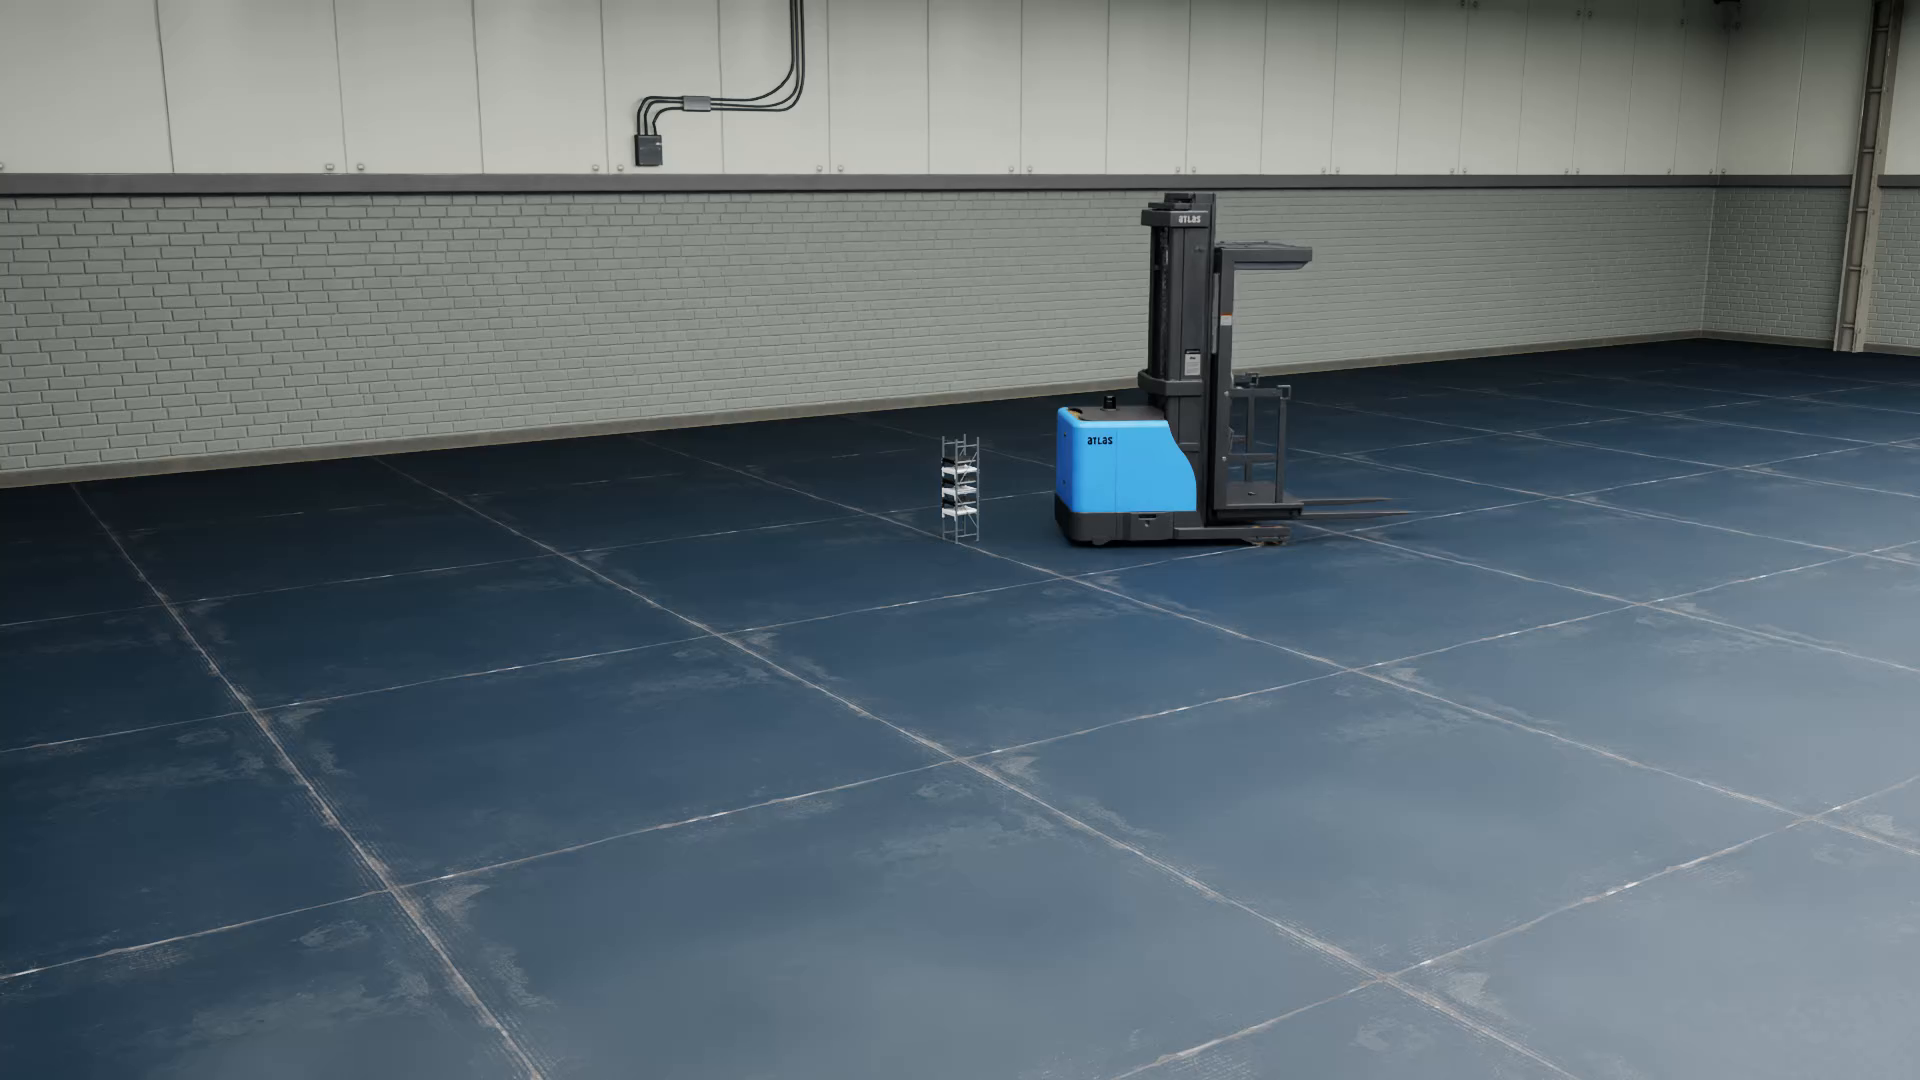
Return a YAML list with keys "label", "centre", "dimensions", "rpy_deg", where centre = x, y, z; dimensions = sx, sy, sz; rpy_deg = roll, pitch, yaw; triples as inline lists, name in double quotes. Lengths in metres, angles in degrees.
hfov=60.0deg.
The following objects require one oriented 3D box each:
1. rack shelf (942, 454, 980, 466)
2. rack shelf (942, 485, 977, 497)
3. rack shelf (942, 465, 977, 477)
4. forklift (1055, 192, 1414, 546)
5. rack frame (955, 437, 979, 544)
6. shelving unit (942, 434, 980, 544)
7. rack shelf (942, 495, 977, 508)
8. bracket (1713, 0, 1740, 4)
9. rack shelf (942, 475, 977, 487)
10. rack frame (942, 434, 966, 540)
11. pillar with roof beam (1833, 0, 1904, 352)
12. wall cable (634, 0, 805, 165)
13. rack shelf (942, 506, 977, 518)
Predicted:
- label: "rack shelf"
  centre: [0.004, -0.669, 14.208]
  dimensions: [0.258, 0.077, 0.200]
  rpy_deg: [-8, 15, -33]
- label: "rack shelf"
  centre: [0.004, -0.406, 14.266]
  dimensions: [0.258, 0.077, 0.200]
  rpy_deg: [-8, 15, -33]
- label: "rack shelf"
  centre: [0.004, -0.581, 14.228]
  dimensions: [0.258, 0.077, 0.200]
  rpy_deg: [-8, 15, -33]
- label: "forklift"
  centre: [2.396, -1.494, 14.335]
  dimensions: [3.031, 2.935, 1.130]
  rpy_deg: [-1, 12, -5]
- label: "rack frame"
  centre: [0.061, -0.420, 14.176]
  dimensions: [0.240, 0.900, 0.006]
  rpy_deg: [-8, 15, -33]
- label: "shelving unit"
  centre: [0.004, -0.438, 14.259]
  dimensions: [0.258, 0.900, 0.210]
  rpy_deg: [-8, 15, -33]
- label: "rack shelf"
  centre: [0.004, -0.318, 14.285]
  dimensions: [0.258, 0.077, 0.200]
  rpy_deg: [-8, 15, -33]
- label: "bracket"
  centre: [14.132, -10.005, 30.625]
  dimensions: [0.235, 0.232, 0.430]
  rpy_deg: [-8, 15, -33]
- label: "rack shelf"
  centre: [0.004, -0.494, 14.247]
  dimensions: [0.258, 0.077, 0.200]
  rpy_deg: [-8, 15, -33]
- label: "rack frame"
  centre: [-0.052, -0.456, 14.342]
  dimensions: [0.240, 0.900, 0.006]
  rpy_deg: [-8, 15, -33]
- label: "pillar with roof beam"
  centre: [12.387, -7.284, 26.607]
  dimensions: [9.100, 9.000, 0.548]
  rpy_deg: [-8, 15, -33]
- label: "wall cable"
  centre: [-2.872, -7.528, 19.761]
  dimensions: [2.305, 6.003, 0.169]
  rpy_deg: [-8, 15, -33]
- label: "rack shelf"
  centre: [0.004, -0.230, 14.305]
  dimensions: [0.258, 0.077, 0.200]
  rpy_deg: [-8, 15, -33]
